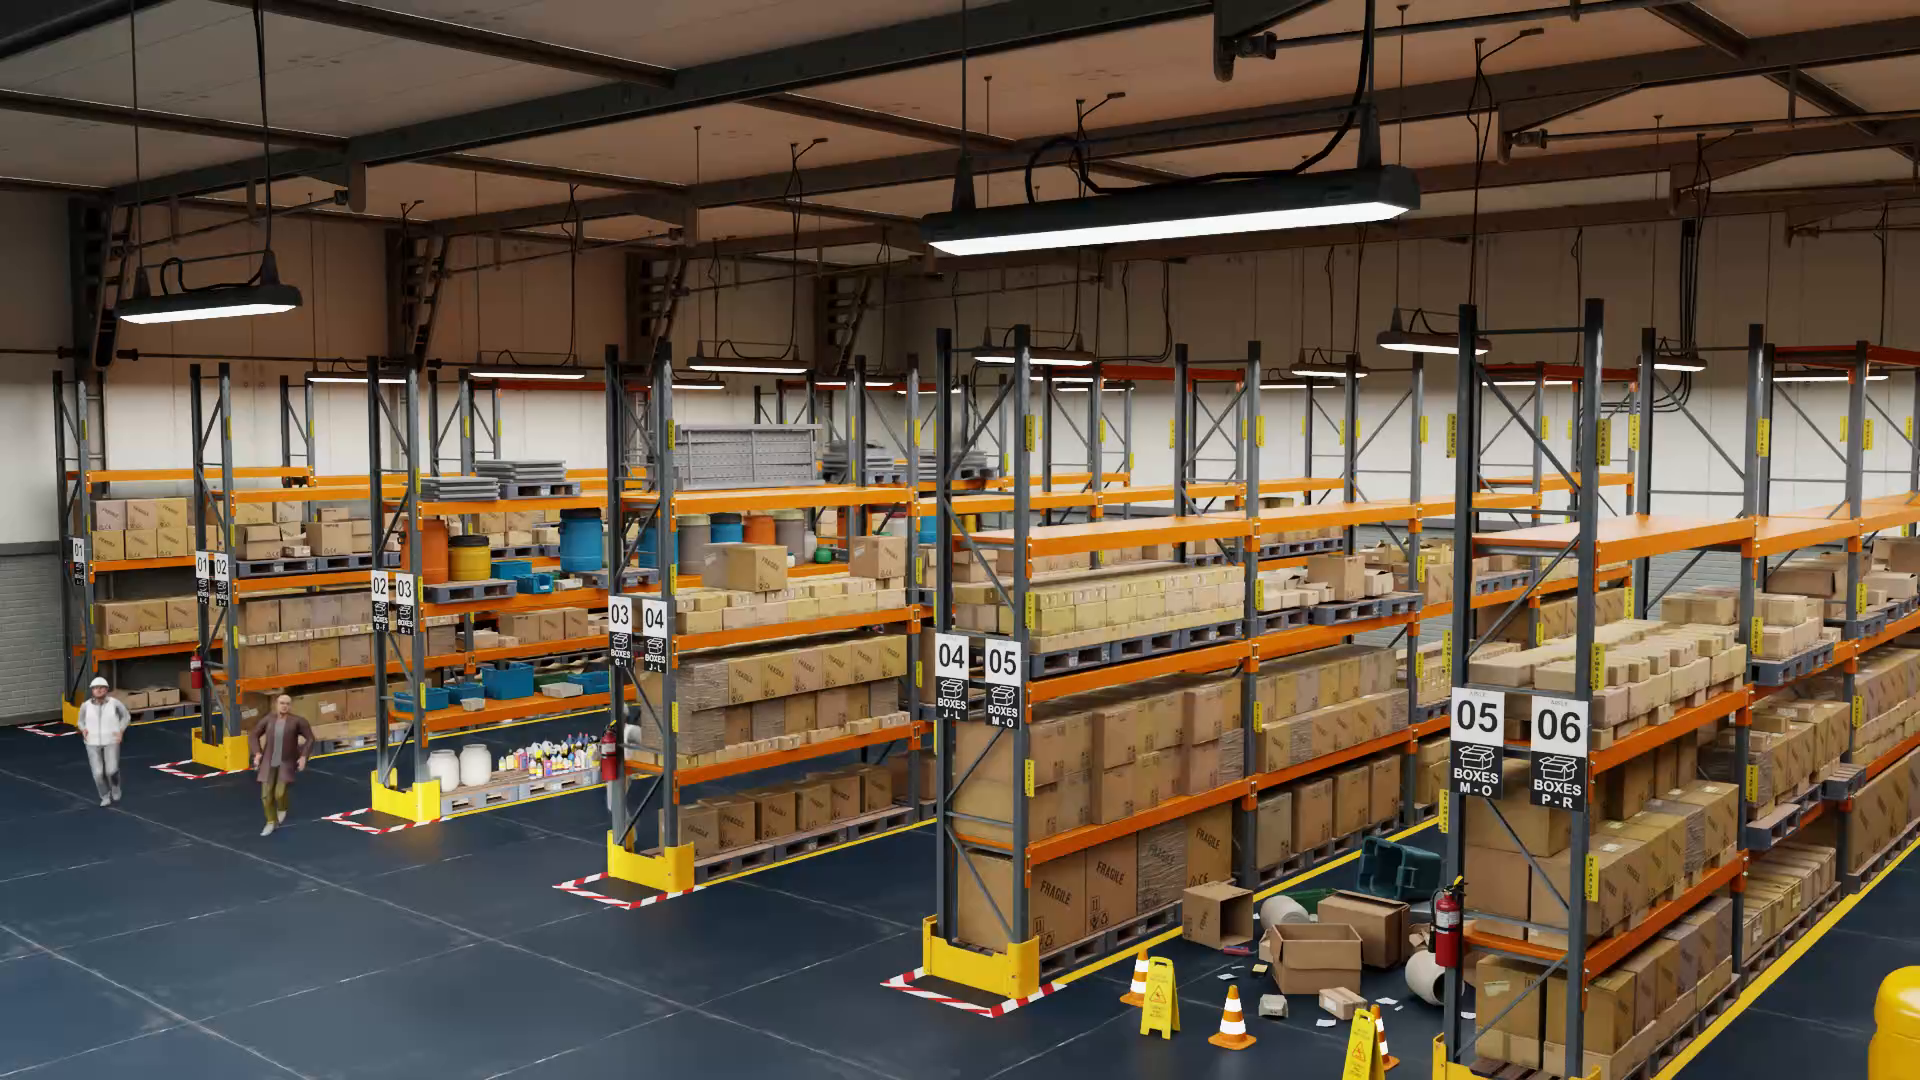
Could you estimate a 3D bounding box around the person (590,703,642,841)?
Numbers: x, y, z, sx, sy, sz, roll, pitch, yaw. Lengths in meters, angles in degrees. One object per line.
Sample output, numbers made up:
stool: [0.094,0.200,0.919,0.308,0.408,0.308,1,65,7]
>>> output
person: [-4.128,2.843,20.039,0.696,1.784,0.611,3,5,37]

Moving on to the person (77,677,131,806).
person: [-11.417,2.694,22.143,0.636,1.727,0.563,-1,4,-19]

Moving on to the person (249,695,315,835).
person: [-8.521,2.804,20.887,0.774,1.730,0.590,-1,4,-9]
